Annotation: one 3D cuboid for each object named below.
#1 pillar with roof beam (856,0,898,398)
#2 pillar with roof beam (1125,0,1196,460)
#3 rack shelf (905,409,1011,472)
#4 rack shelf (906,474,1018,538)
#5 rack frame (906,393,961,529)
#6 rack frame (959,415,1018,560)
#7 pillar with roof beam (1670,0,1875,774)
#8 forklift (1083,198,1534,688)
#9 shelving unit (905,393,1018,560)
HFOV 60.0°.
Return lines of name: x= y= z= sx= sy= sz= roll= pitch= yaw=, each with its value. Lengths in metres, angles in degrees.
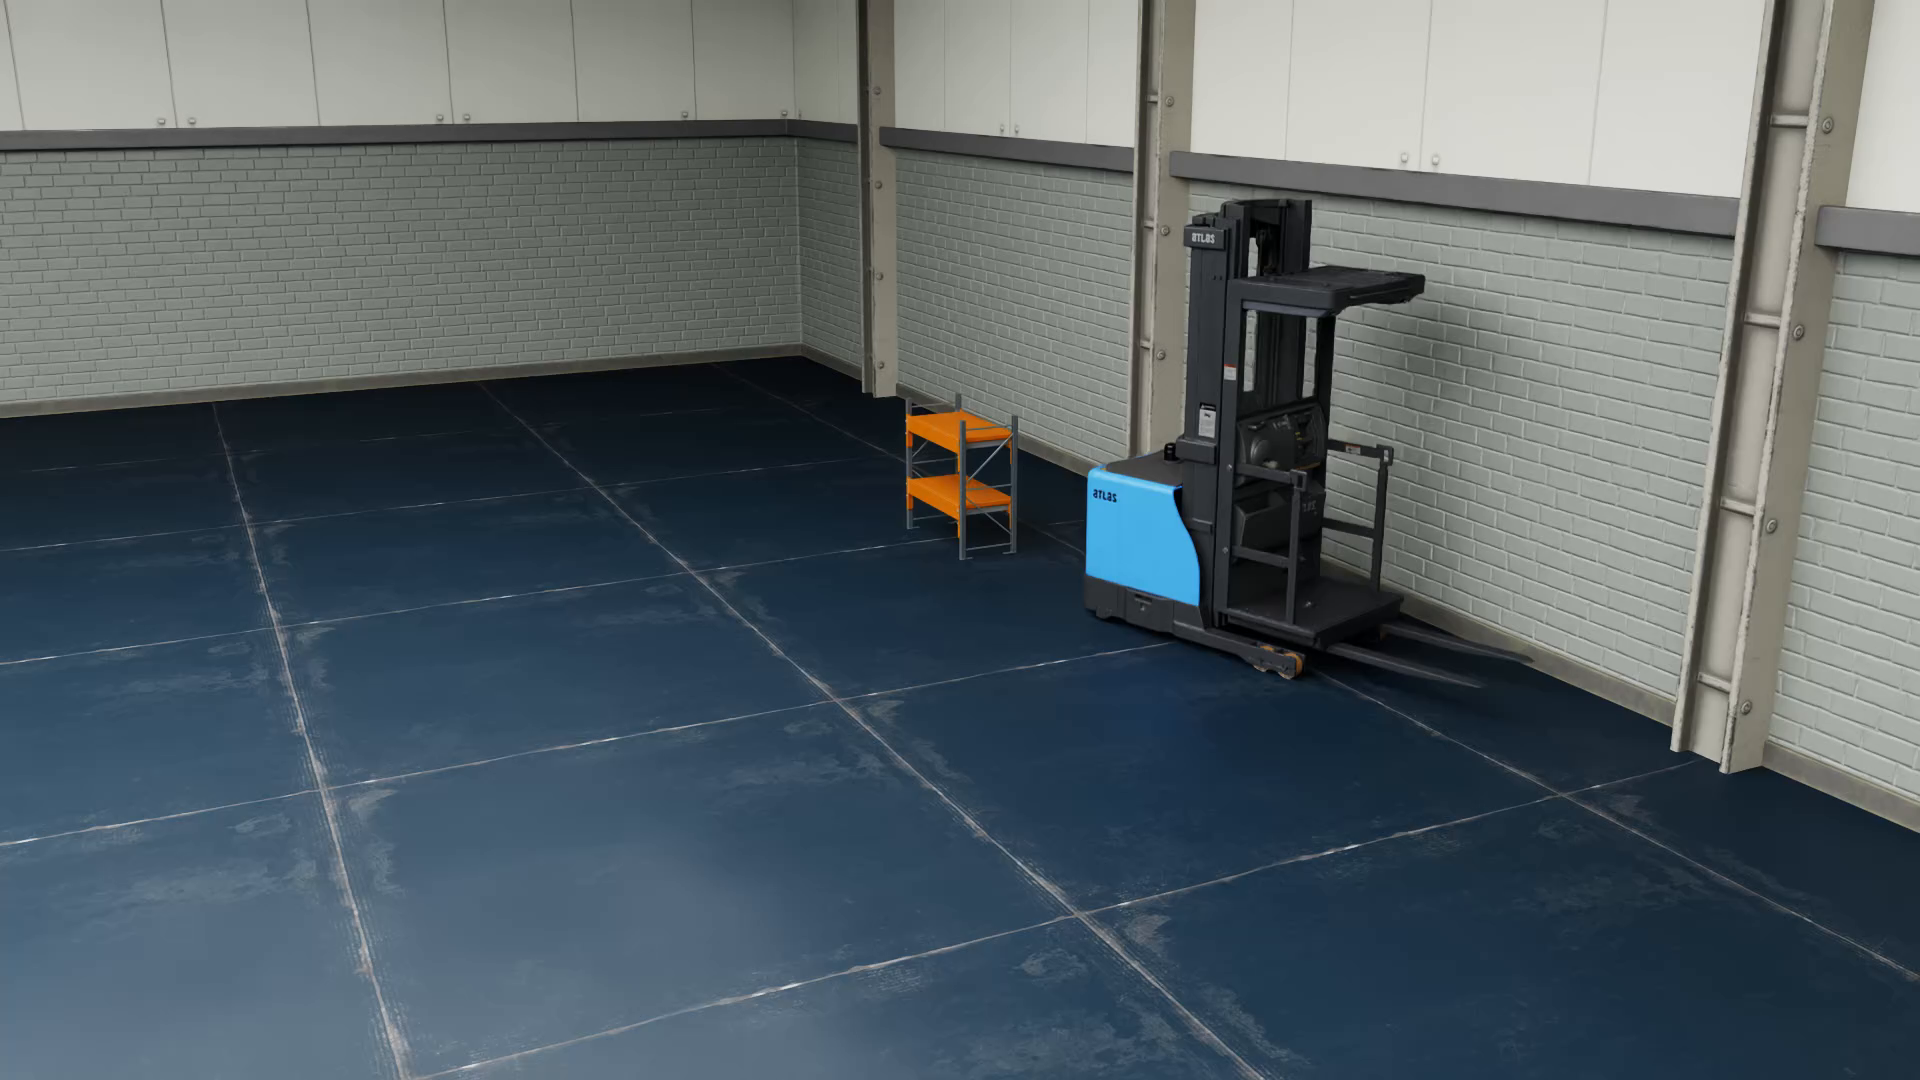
pillar with roof beam: x=-4.821 y=-5.549 z=16.774 sx=9.100 sy=9.000 sz=0.400 roll=-8 pitch=18 yaw=-25
pillar with roof beam: x=-2.193 y=-4.061 z=11.589 sx=9.100 sy=9.000 sz=0.400 roll=-8 pitch=18 yaw=-25
rack shelf: x=0.003 y=-0.820 z=13.509 sx=0.538 sy=0.278 sz=1.000 roll=-8 pitch=18 yaw=-25
rack shelf: x=0.003 y=-0.304 z=13.657 sx=0.538 sy=0.278 sz=1.000 roll=-8 pitch=18 yaw=-25
rack frame: x=-0.220 y=-0.665 z=14.029 sx=0.500 sy=1.125 sz=0.032 roll=-8 pitch=18 yaw=-25
rack frame: x=0.226 y=-0.413 z=13.150 sx=0.500 sy=1.125 sz=0.032 roll=-8 pitch=18 yaw=-25
pillar with roof beam: x=0.436 y=-2.574 z=6.405 sx=9.100 sy=9.000 sz=0.400 roll=-8 pitch=18 yaw=-25
forklift: x=2.270 y=-0.679 z=10.804 sx=1.130 sy=2.935 sz=3.031 roll=-15 pitch=22 yaw=-43
shelving unit: x=0.003 y=-0.539 z=13.590 sx=0.538 sy=1.125 sz=1.048 roll=-8 pitch=18 yaw=-25
